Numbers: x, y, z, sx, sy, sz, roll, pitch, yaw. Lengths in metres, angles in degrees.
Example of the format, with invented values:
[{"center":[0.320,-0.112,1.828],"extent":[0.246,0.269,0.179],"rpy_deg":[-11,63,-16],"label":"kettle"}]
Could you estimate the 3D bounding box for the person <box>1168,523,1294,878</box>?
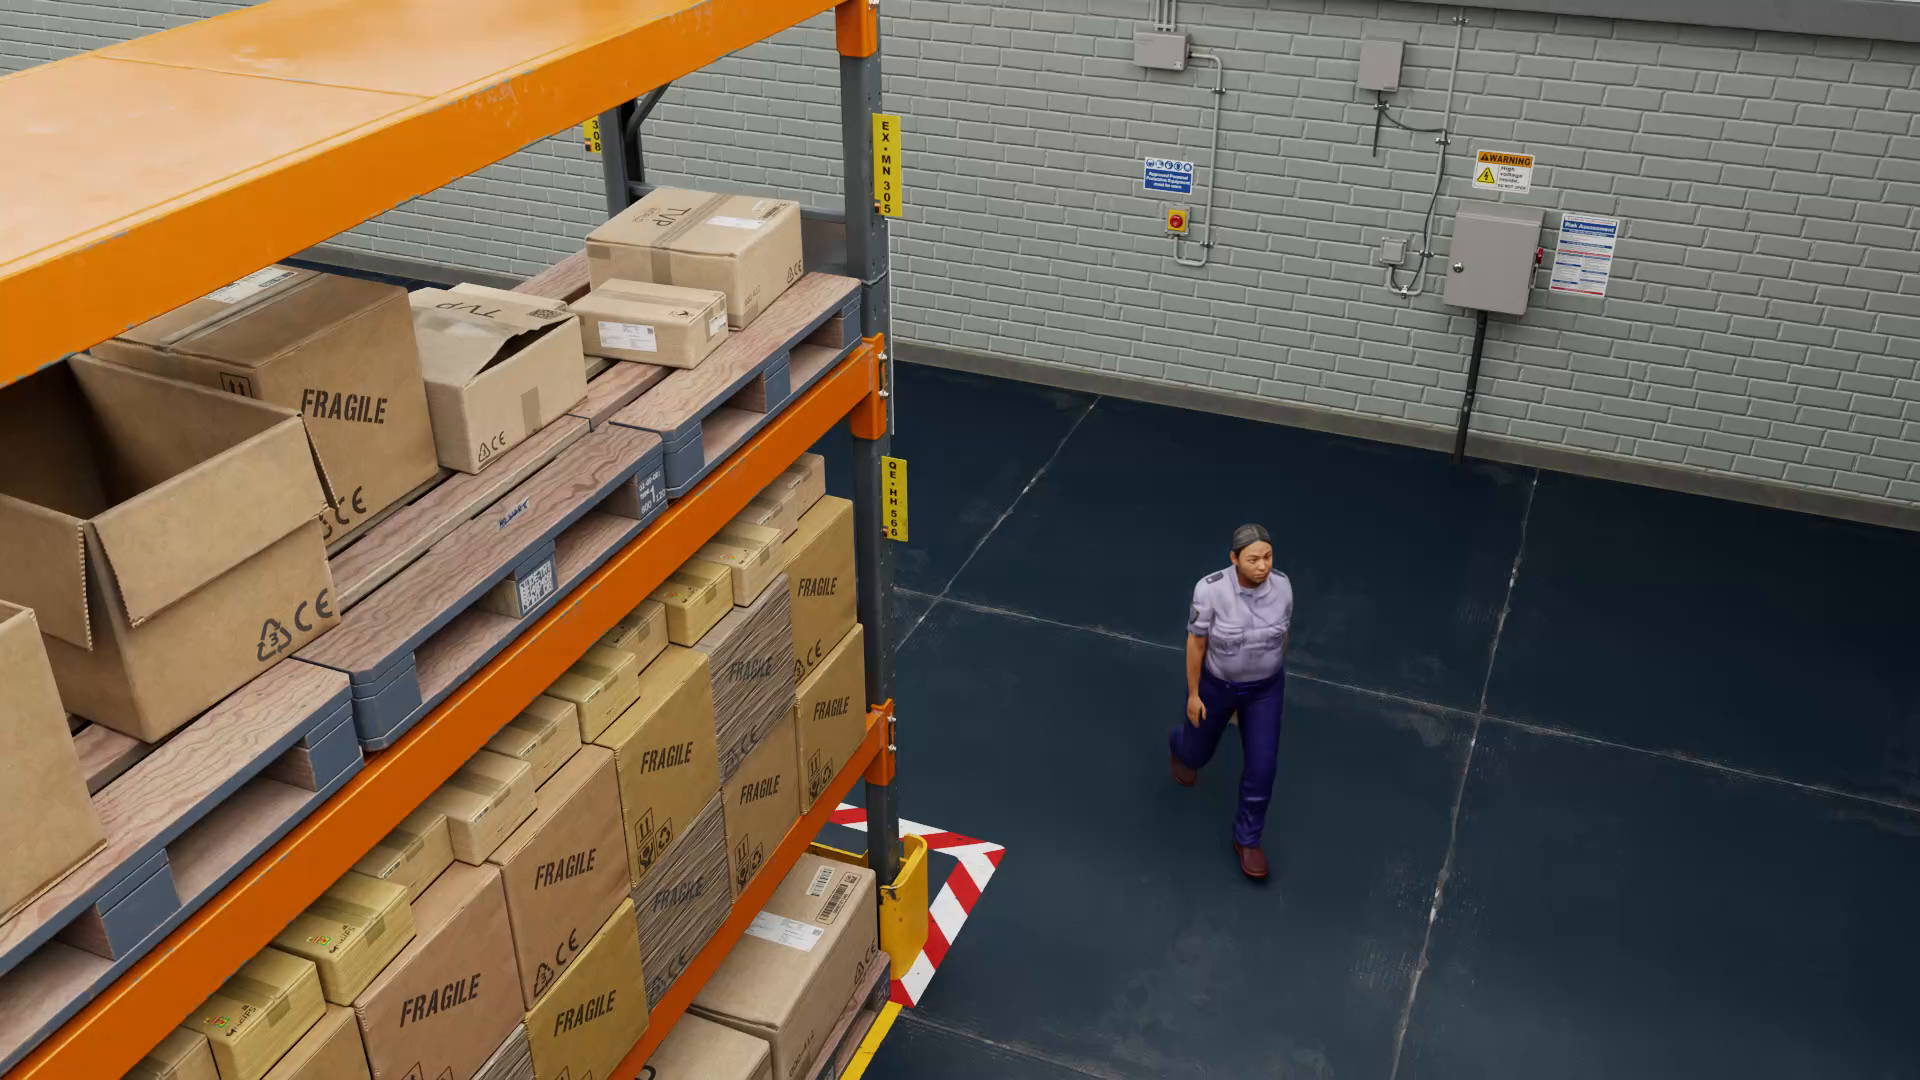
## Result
[{"center":[1.203,0.616,7.332],"extent":[0.472,1.596,0.886],"rpy_deg":[-3,30,-6],"label":"person"}]
